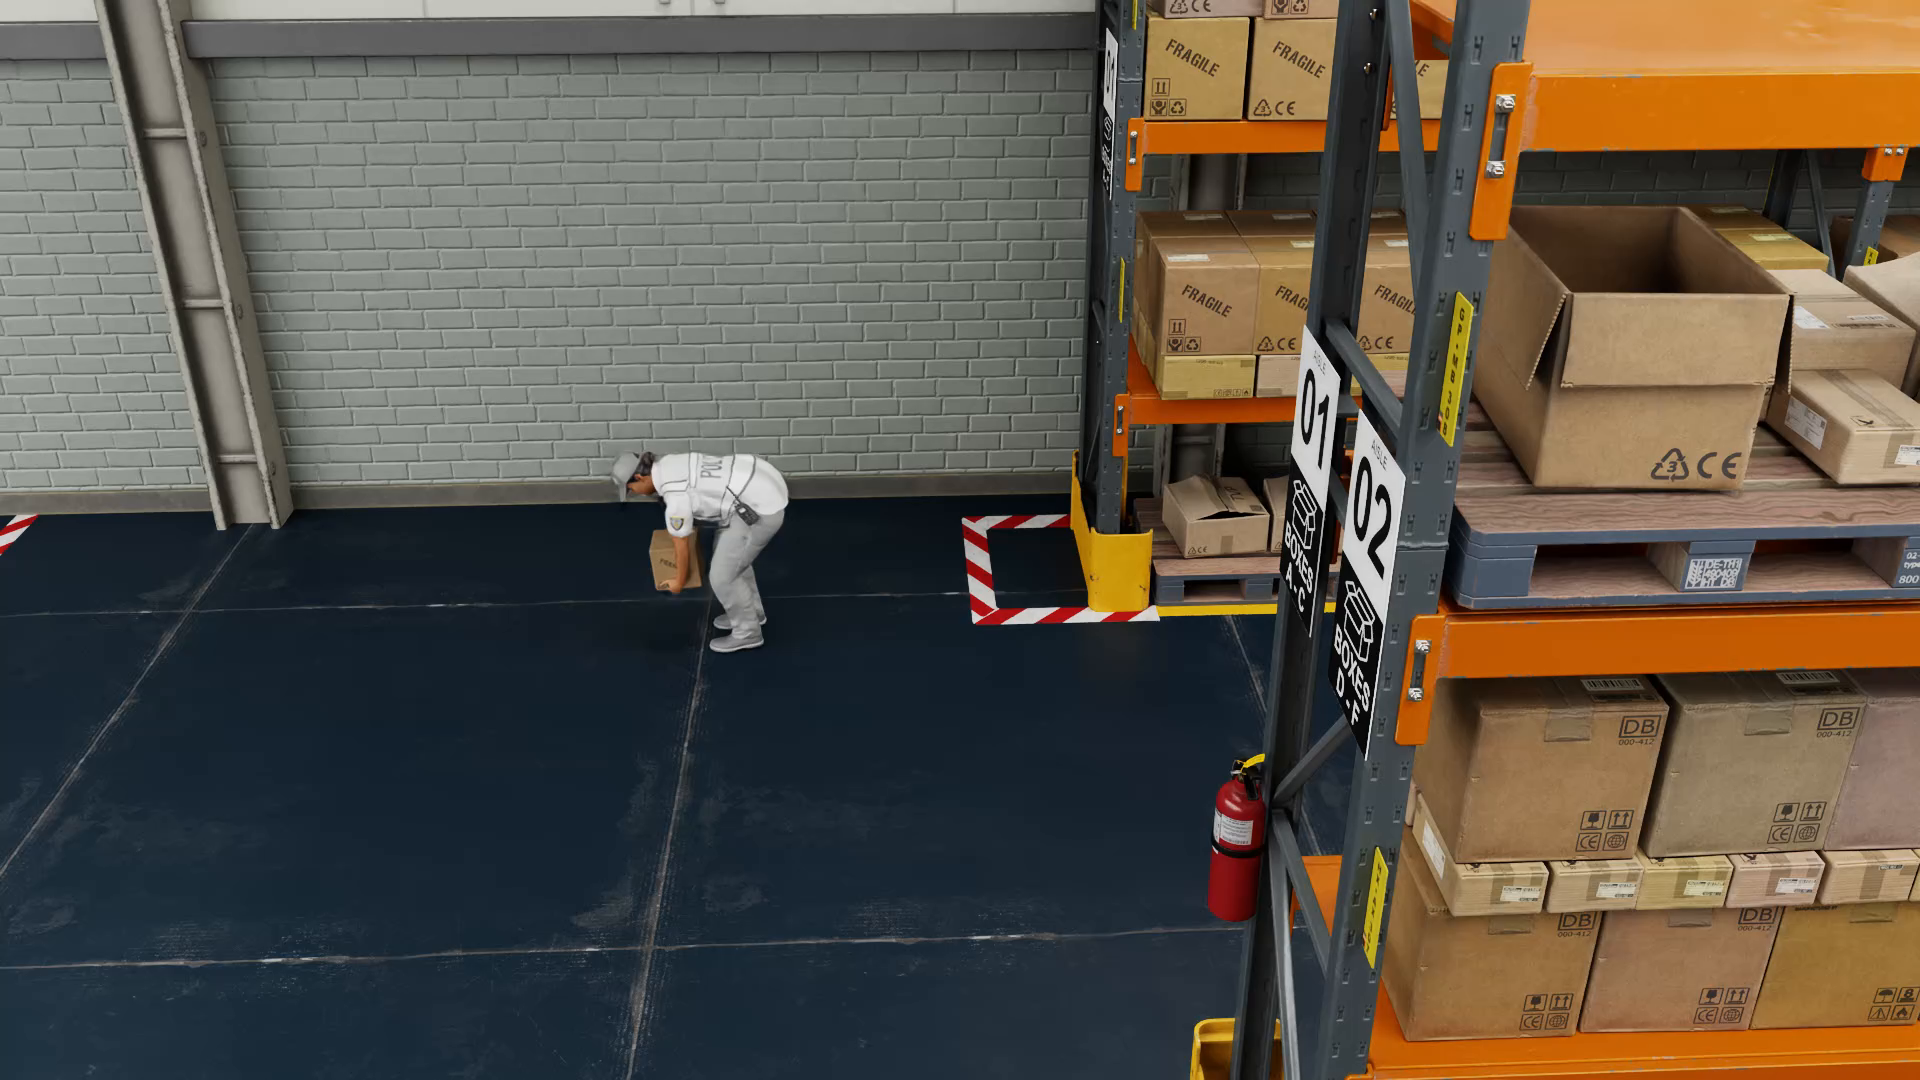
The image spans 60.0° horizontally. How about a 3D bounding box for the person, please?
[{"bbox_3d":[-1.393,0.041,9.097,0.935,1.152,0.459,-2,28,-4],"label":"person"}]
